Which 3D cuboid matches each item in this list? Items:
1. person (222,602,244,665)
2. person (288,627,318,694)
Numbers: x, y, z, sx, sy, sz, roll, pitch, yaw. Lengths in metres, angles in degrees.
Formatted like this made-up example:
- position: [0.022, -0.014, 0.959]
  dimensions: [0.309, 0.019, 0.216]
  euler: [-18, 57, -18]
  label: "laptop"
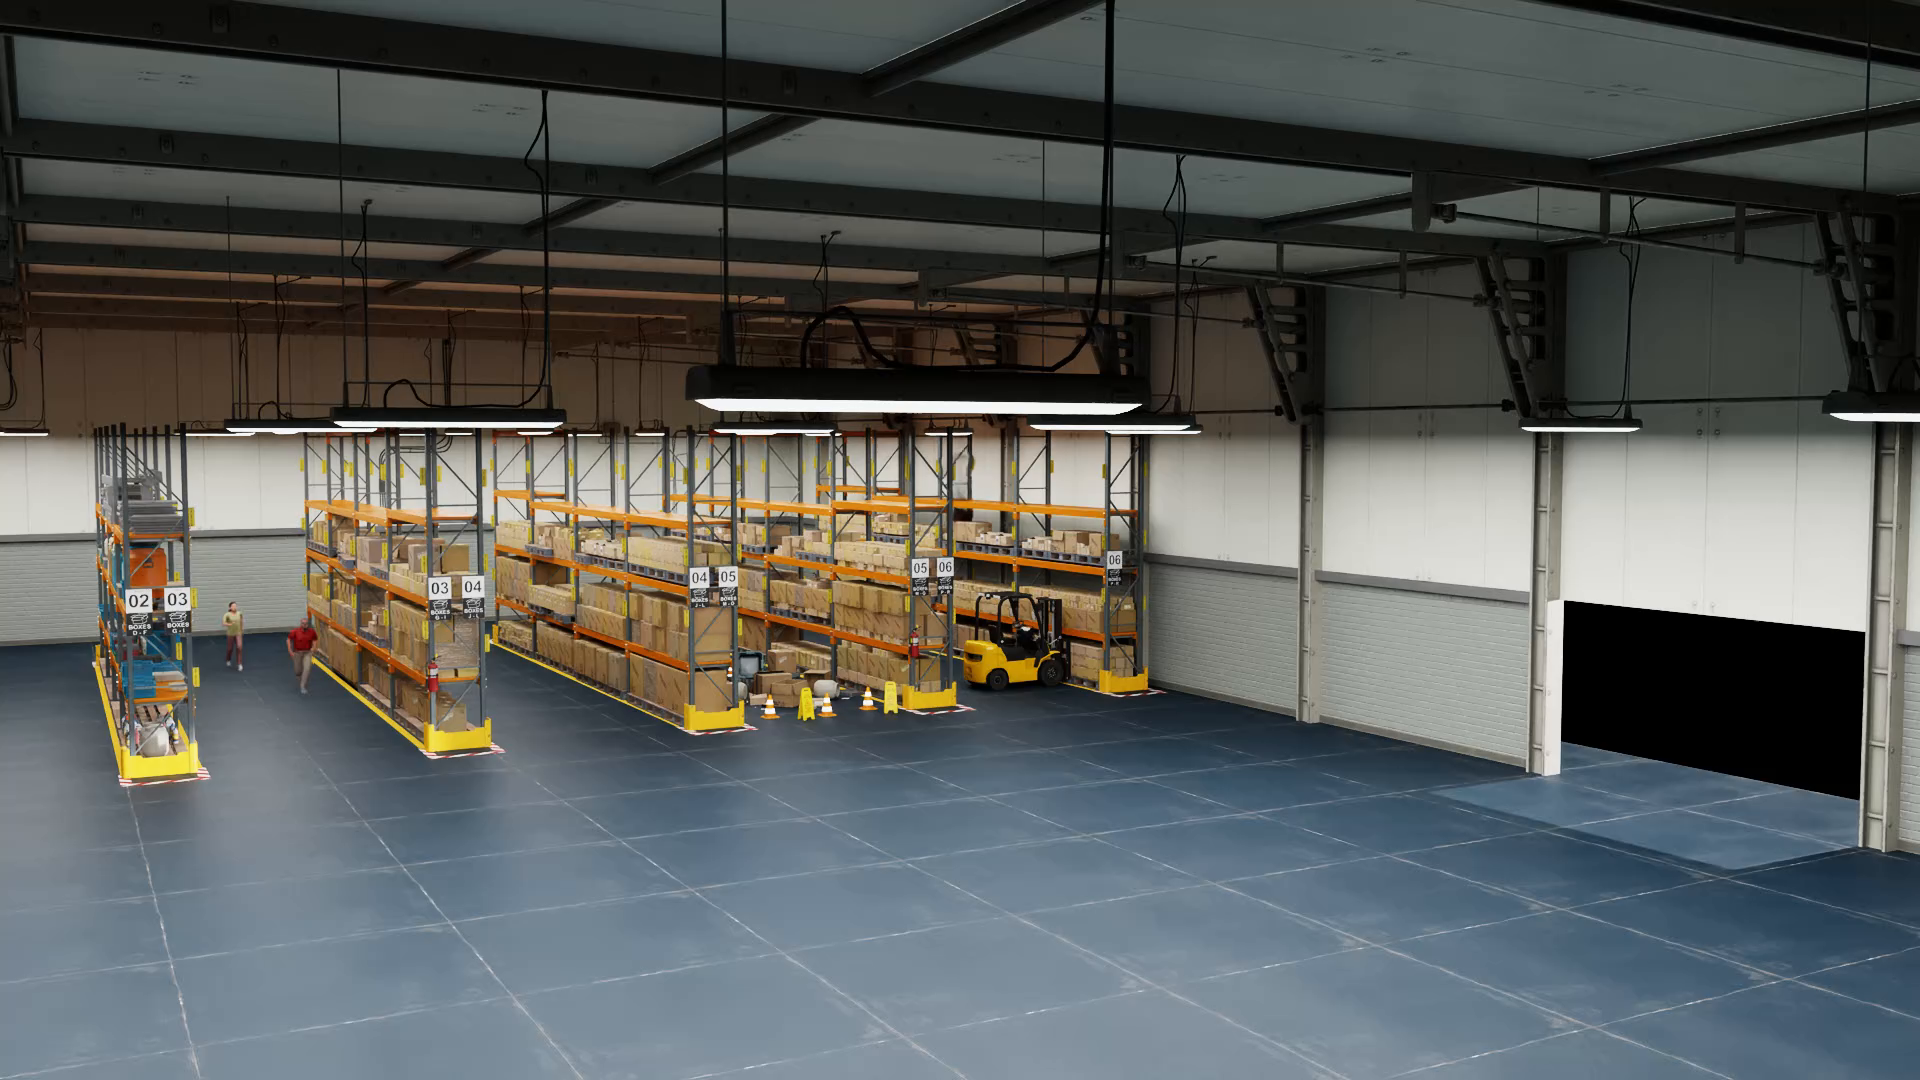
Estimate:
- position: [-18.058, 2.358, 41.292]
  dimensions: [0.566, 1.469, 0.825]
  euler: [-3, 5, -40]
  label: "person"
- position: [-14.931, 2.728, 37.793]
  dimensions: [0.645, 1.503, 0.827]
  euler: [-2, 4, -27]
  label: "person"
